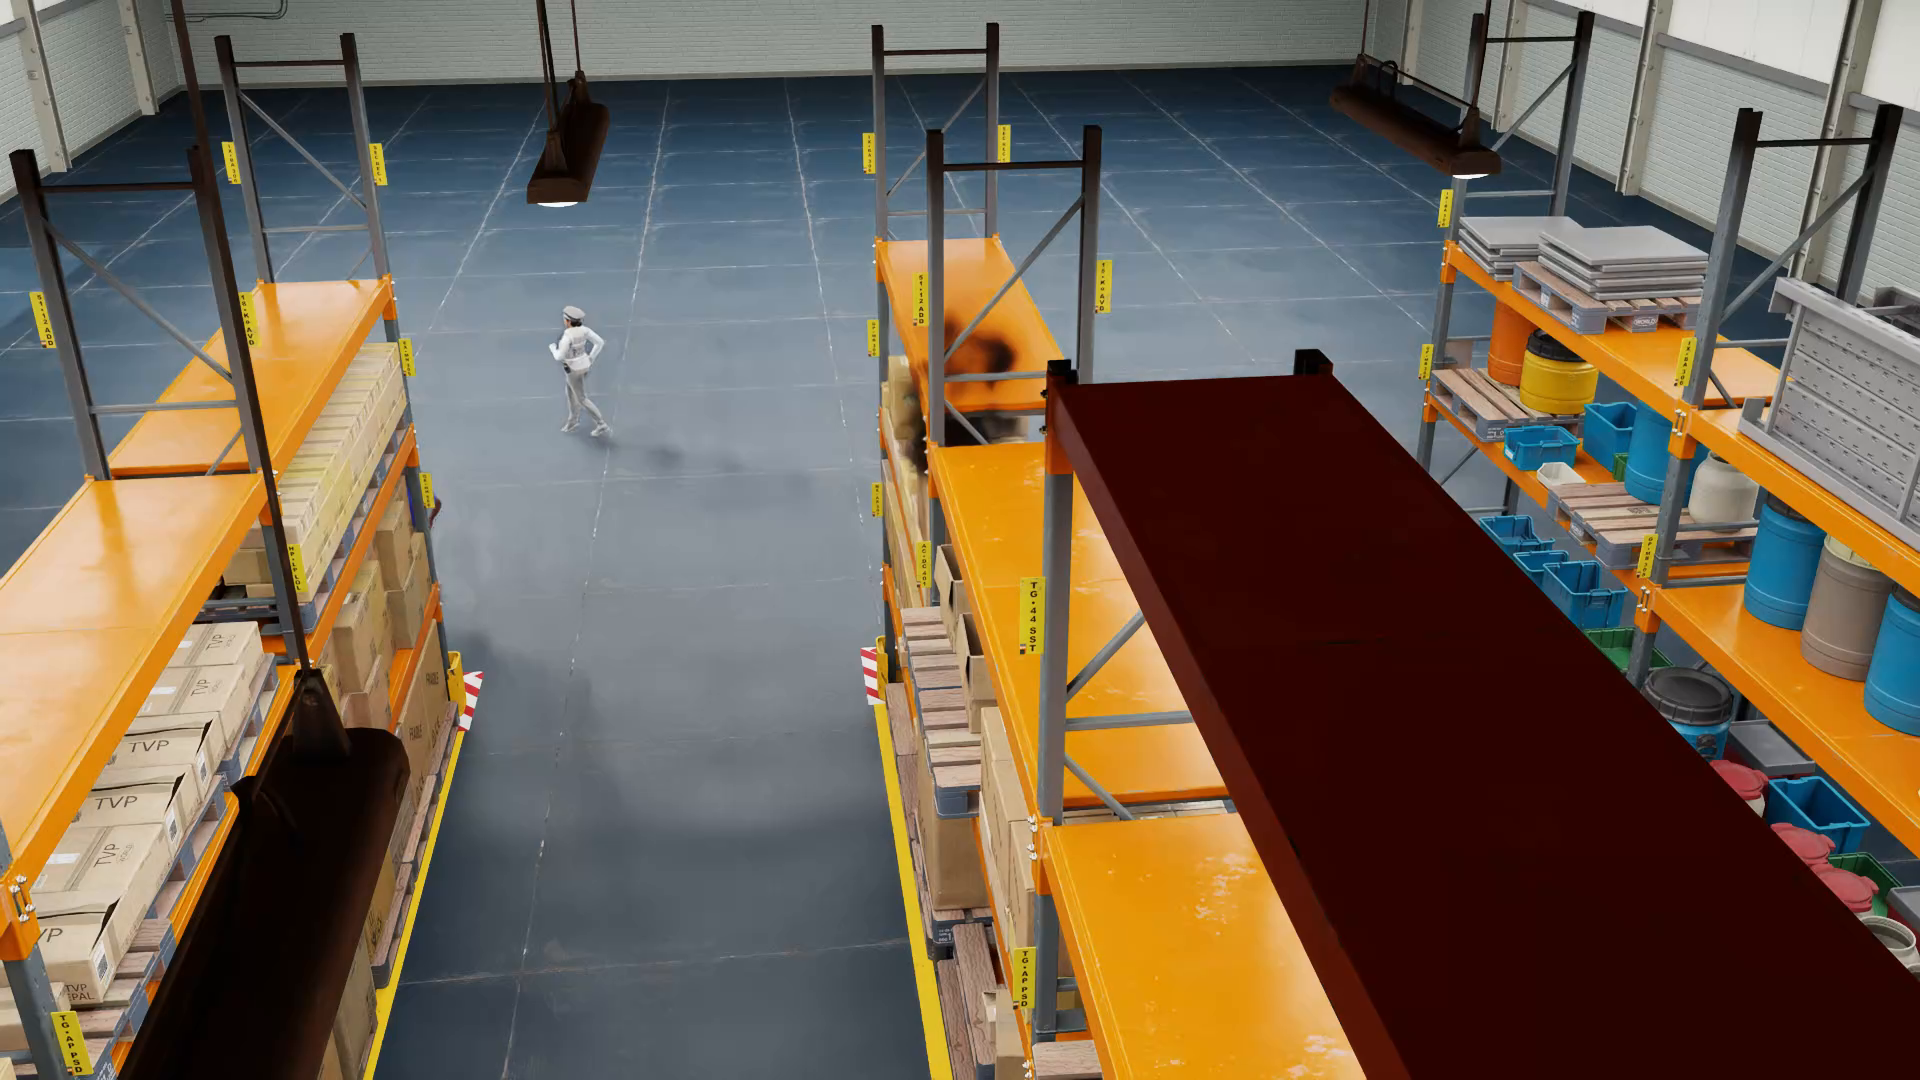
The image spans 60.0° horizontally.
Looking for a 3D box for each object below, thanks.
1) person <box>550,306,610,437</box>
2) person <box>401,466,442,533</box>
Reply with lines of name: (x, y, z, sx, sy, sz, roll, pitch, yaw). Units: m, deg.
person: (-4.801, -2.096, 20.918, 0.791, 1.741, 0.587, 9, 27, 17)
person: (-5.563, -0.069, 16.736, 0.626, 1.614, 0.551, 17, 30, 32)
